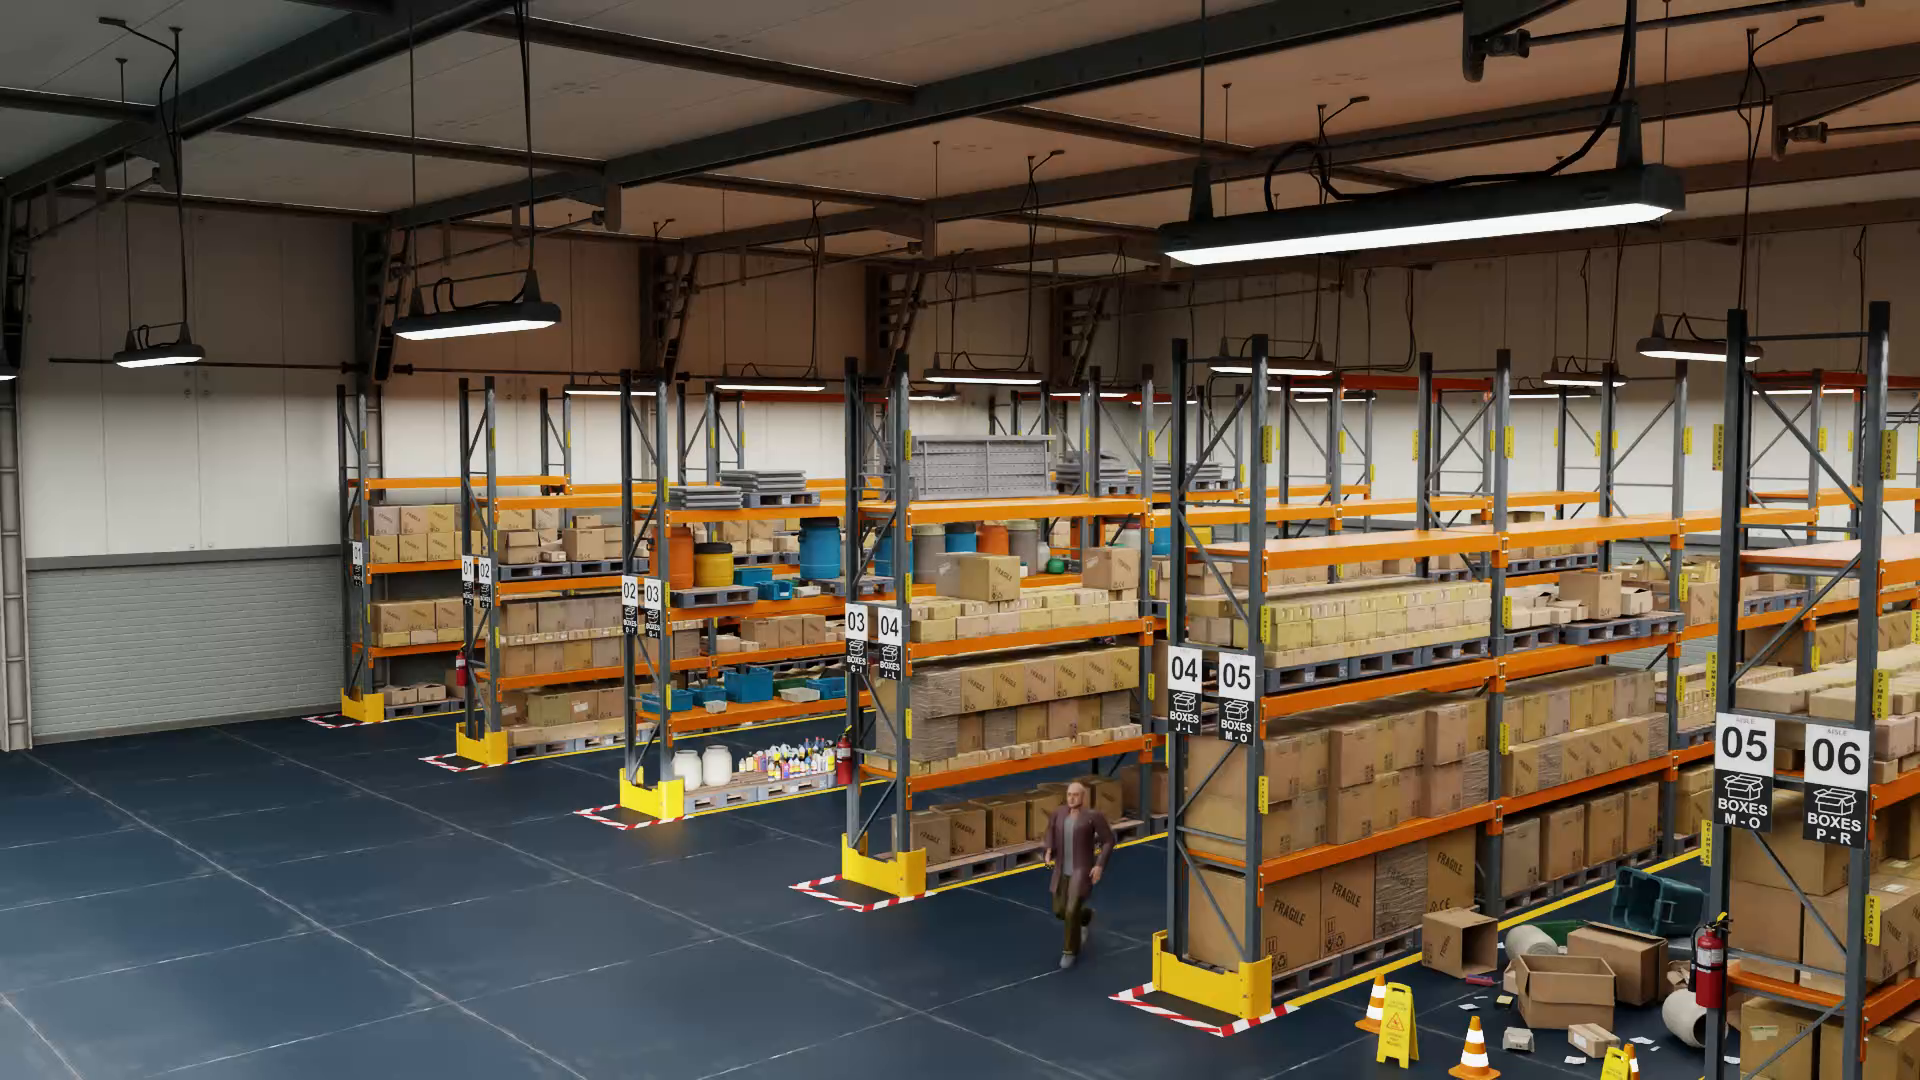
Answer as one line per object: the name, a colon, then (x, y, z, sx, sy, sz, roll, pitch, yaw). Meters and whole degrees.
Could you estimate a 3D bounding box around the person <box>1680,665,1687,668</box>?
person: (11.040, 2.754, 25.249, 0.684, 1.554, 0.583, -3, 5, -39)

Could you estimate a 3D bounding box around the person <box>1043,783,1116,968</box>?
person: (1.142, 3.242, 16.274, 0.748, 1.765, 0.707, 3, 5, 35)
